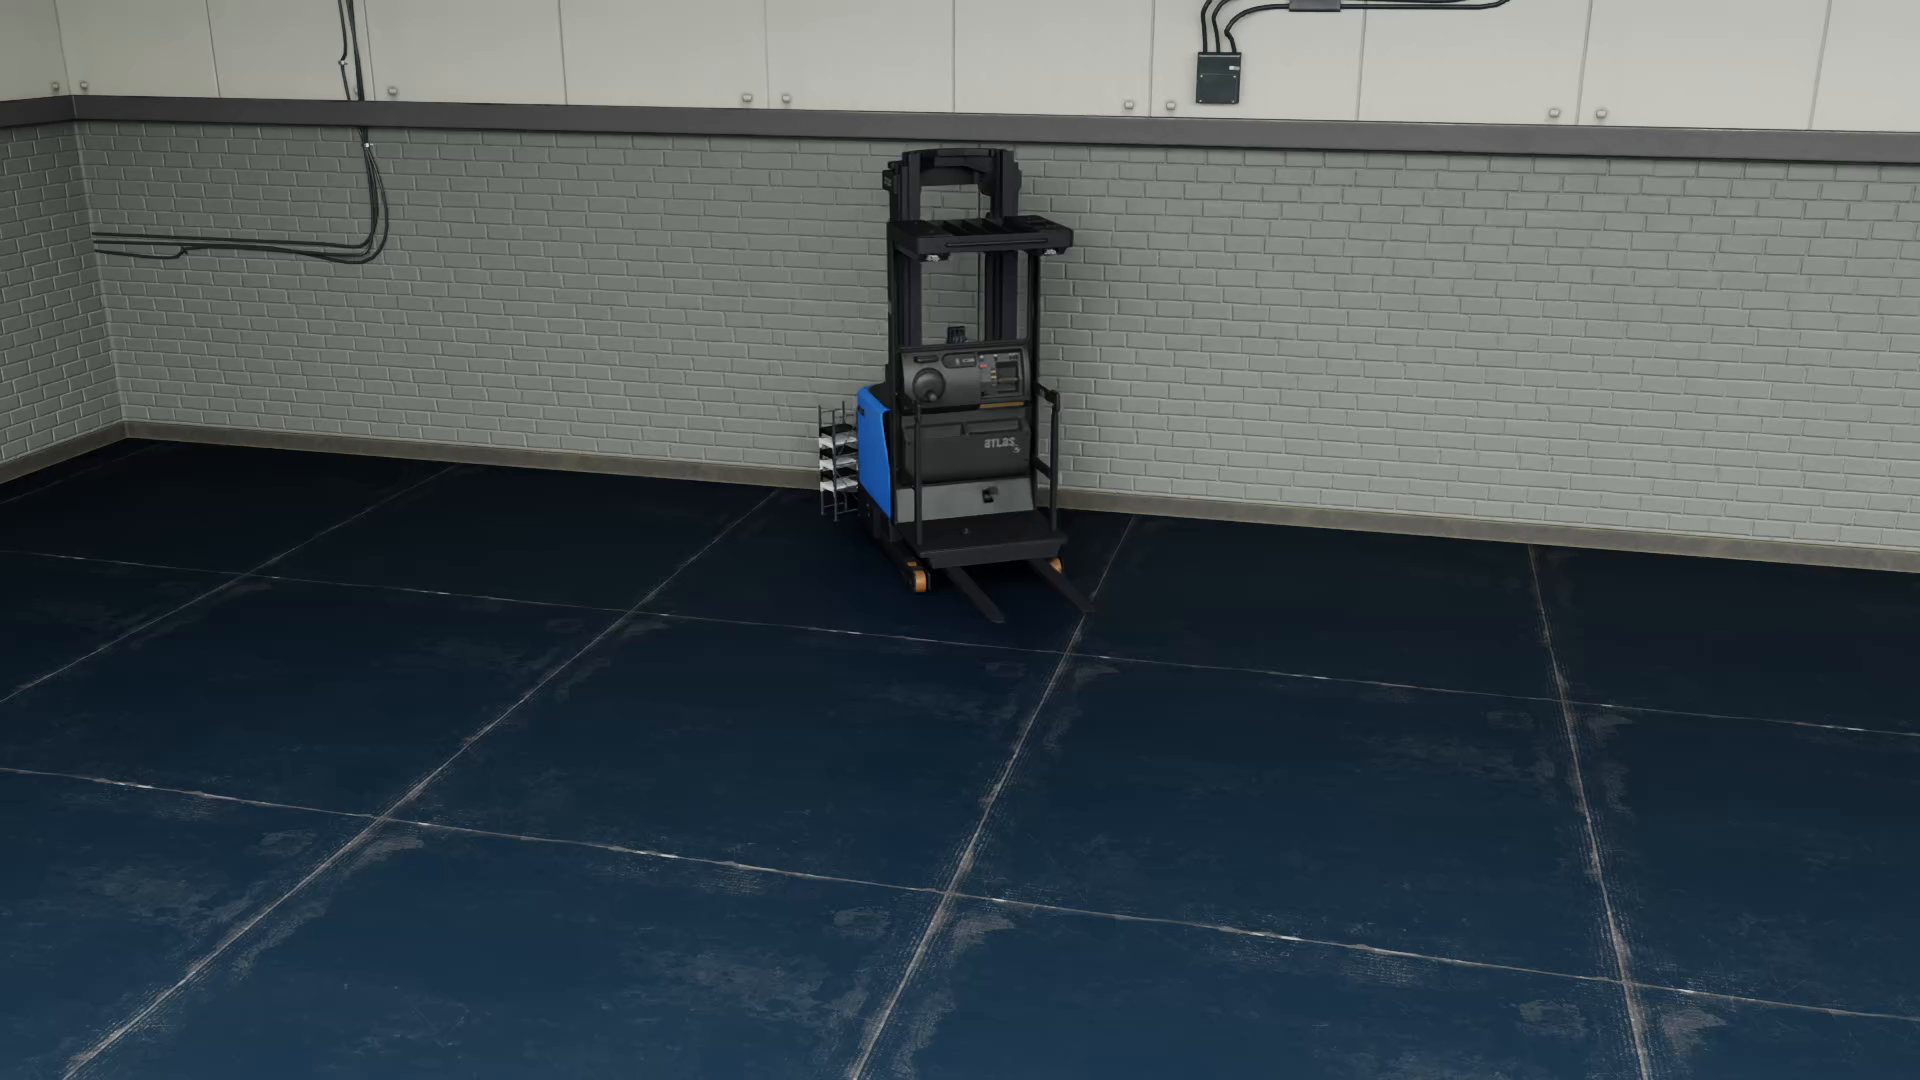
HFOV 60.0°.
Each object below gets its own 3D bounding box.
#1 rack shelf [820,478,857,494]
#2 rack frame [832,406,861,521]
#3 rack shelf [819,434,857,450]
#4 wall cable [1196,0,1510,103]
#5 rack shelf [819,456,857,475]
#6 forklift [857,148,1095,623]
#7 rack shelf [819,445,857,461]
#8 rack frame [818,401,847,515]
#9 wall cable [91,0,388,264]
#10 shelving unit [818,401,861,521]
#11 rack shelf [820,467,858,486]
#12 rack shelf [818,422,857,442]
[{"bbox_3d":[-0.949,-0.421,13.187,0.258,0.077,0.200,-13,23,-34],"label":"rack shelf"},{"bbox_3d":[-0.889,-0.596,13.040,0.240,0.900,0.006,-13,23,-34],"label":"rack frame"},{"bbox_3d":[-0.949,-0.761,13.071,0.258,0.077,0.200,-13,23,-34],"label":"rack shelf"},{"bbox_3d":[2.843,-5.946,10.913,2.305,6.003,0.169,5,19,13],"label":"wall cable"},{"bbox_3d":[-0.949,-0.591,13.129,0.258,0.077,0.200,-13,23,-34],"label":"rack shelf"},{"bbox_3d":[0.107,-1.155,11.536,1.130,2.935,3.031,-6,20,-16],"label":"forklift"},{"bbox_3d":[-0.949,-0.676,13.100,0.258,0.077,0.200,-13,23,-34],"label":"rack shelf"},{"bbox_3d":[-1.009,-0.649,13.196,0.240,0.900,0.006,-13,23,-34],"label":"rack frame"},{"bbox_3d":[-6.359,-3.622,14.174,3.097,2.526,0.112,5,19,13],"label":"wall cable"},{"bbox_3d":[-0.949,-0.623,13.118,0.258,0.900,0.210,-13,23,-34],"label":"shelving unit"},{"bbox_3d":[-0.949,-0.506,13.158,0.258,0.077,0.200,-13,23,-34],"label":"rack shelf"},{"bbox_3d":[-0.949,-0.847,13.042,0.258,0.077,0.200,-13,23,-34],"label":"rack shelf"}]
